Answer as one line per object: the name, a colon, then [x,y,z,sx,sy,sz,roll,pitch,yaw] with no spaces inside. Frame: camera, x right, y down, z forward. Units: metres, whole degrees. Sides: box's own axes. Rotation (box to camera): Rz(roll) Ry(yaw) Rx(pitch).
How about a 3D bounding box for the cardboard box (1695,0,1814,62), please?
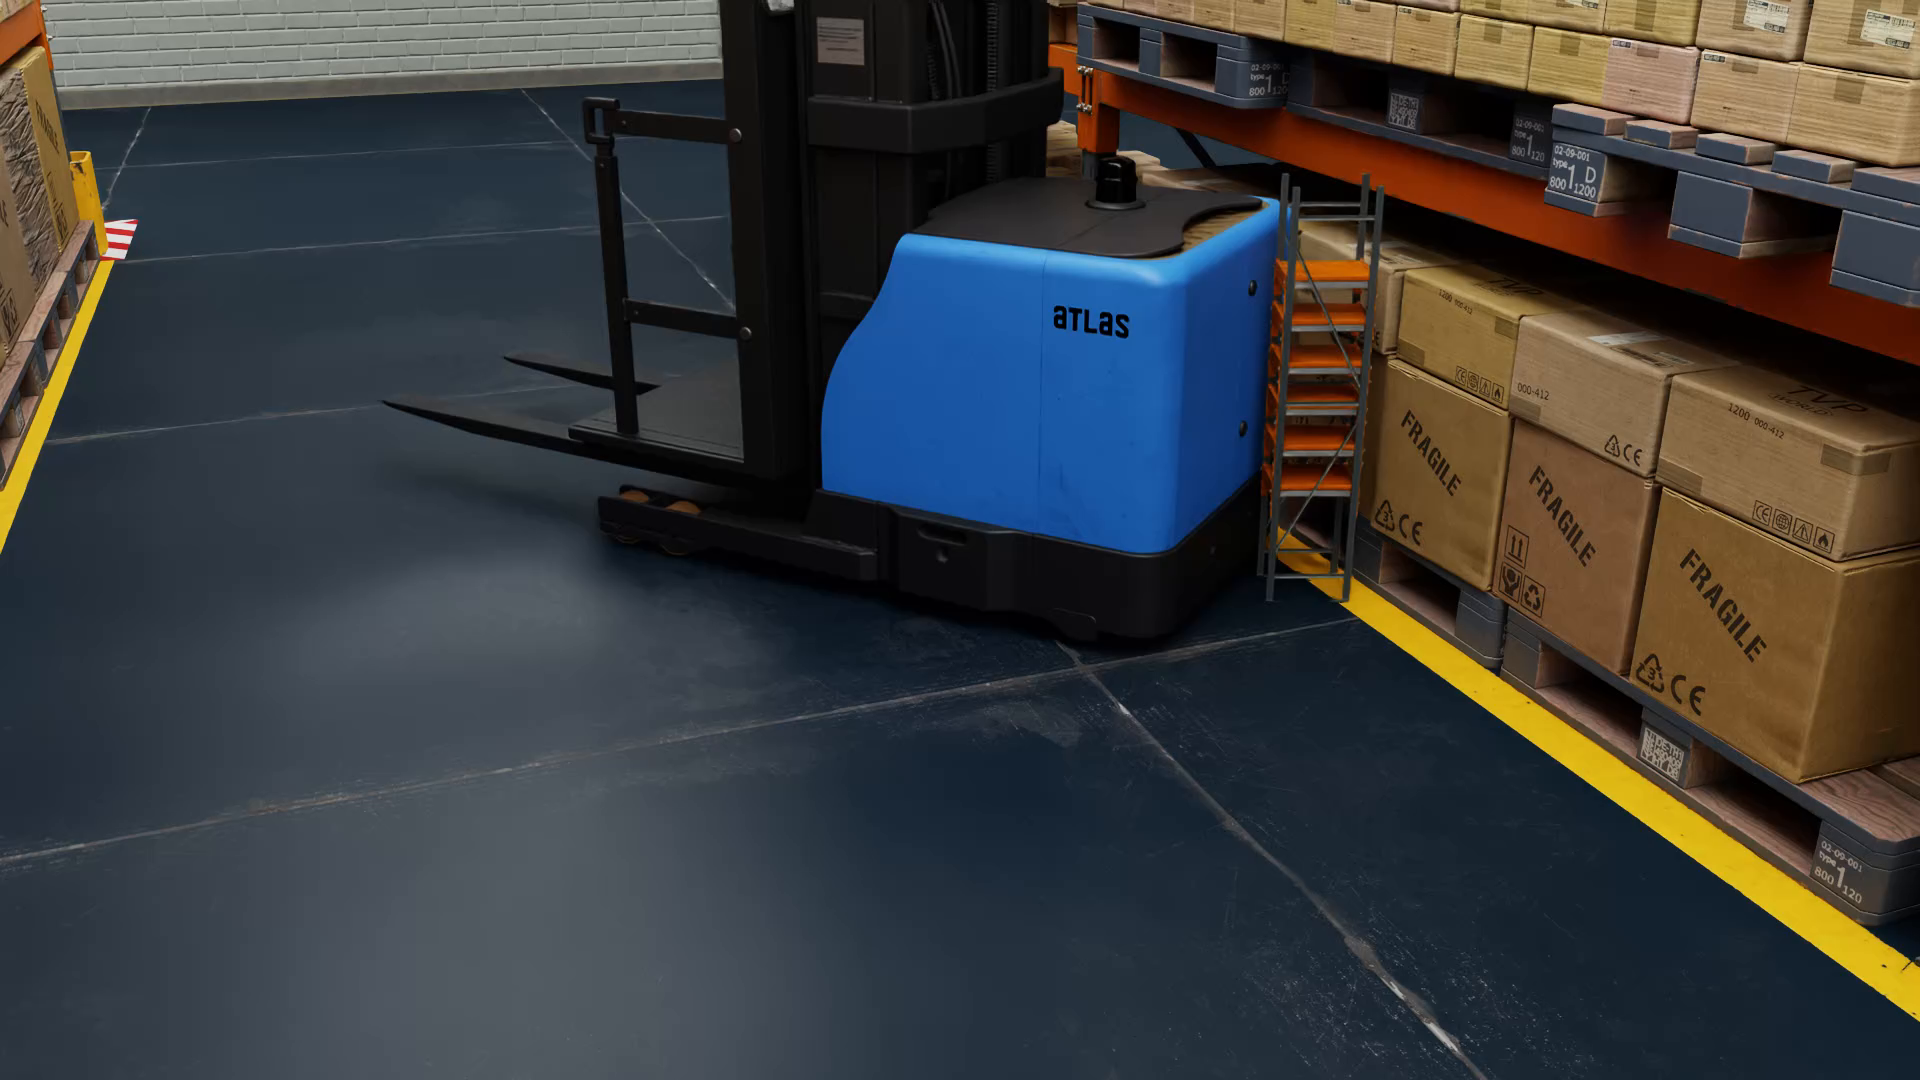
cardboard box: [1.671,-1.022,3.213,0.380,0.149,0.250,-7,24,-17]

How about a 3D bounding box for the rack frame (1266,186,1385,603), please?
rack frame: [0.999,-0.373,4.585,0.240,1.200,0.006,0,23,1]

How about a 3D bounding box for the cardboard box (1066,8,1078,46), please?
cardboard box: [0.634,-2.003,6.463,0.380,0.149,0.250,-9,24,-20]

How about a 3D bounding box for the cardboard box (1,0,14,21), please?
cardboard box: [-4.432,-2.380,7.357,0.380,0.149,0.250,-8,24,-18]

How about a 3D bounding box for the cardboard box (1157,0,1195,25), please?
cardboard box: [0.851,-1.727,5.268,0.380,0.149,0.250,-8,24,-19]

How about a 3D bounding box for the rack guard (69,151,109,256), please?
rack guard: [-5.143,-1.713,8.671,1.175,0.500,0.348,-8,24,-19]

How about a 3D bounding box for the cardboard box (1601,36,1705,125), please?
cardboard box: [1.586,-0.971,3.475,0.380,0.149,0.250,-8,24,-18]

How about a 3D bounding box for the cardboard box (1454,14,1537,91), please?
cardboard box: [1.404,-1.160,3.923,0.380,0.149,0.250,-9,25,-21]

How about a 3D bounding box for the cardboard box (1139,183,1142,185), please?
cardboard box: [0.984,-1.463,7.222,0.380,0.149,0.250,-7,24,-16]

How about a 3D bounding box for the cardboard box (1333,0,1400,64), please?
cardboard box: [1.215,-1.353,4.380,0.380,0.149,0.250,-10,25,-21]

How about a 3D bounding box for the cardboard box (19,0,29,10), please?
cardboard box: [-4.608,-2.562,7.791,0.380,0.149,0.250,-8,24,-18]

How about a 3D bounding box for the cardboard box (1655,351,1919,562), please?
cardboard box: [1.880,-0.193,3.559,0.500,0.250,0.500,-9,24,-20]

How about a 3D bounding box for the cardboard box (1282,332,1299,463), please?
cardboard box: [1.155,-0.592,5.469,0.500,0.500,0.500,-7,24,-17]

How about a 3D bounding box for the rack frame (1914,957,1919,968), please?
rack frame: [2.367,-0.593,2.796,1.000,3.000,0.127,-8,24,-19]

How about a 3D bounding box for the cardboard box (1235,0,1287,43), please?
cardboard box: [1.029,-1.543,4.832,0.380,0.149,0.250,-9,25,-21]

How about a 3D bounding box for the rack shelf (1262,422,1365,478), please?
rack shelf: [1.003,-0.257,4.733,0.258,0.103,0.180,0,23,1]

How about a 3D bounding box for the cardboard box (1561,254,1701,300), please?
cardboard box: [2.008,-0.630,4.595,0.500,0.250,0.500,-8,24,-19]

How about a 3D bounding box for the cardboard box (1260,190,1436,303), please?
cardboard box: [1.158,-0.936,5.321,0.500,0.250,0.500,-8,24,-18]

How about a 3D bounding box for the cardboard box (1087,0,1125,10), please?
cardboard box: [0.663,-1.918,5.722,0.380,0.149,0.250,-10,25,-22]

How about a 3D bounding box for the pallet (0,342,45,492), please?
pallet: [-3.917,-0.405,5.939,1.003,0.211,1.213,-8,24,-19]

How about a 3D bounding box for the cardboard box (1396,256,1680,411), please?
cardboard box: [1.527,-0.562,4.434,0.500,0.250,0.500,-8,24,-18]

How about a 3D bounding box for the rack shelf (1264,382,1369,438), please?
rack shelf: [1.001,-0.367,4.686,0.258,0.103,0.180,0,23,1]

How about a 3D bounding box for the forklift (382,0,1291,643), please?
forklift: [-0.548,-1.468,4.958,3.031,2.935,1.130,12,26,26]

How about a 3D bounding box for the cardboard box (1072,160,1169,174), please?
cardboard box: [0.735,-1.639,7.641,0.380,0.149,0.250,-9,24,-20]

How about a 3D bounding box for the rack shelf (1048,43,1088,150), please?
rack shelf: [0.248,-2.442,8.108,1.077,0.370,4.000,-8,24,-19]

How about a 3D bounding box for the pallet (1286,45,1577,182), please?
pallet: [1.630,-1.219,4.526,1.003,0.211,1.213,-8,24,-19]

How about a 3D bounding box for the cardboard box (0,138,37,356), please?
cardboard box: [-4.198,-1.195,6.419,0.875,0.875,0.875,-8,24,-19]

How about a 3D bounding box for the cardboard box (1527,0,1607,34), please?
cardboard box: [1.487,-1.208,3.655,0.380,0.149,0.250,-8,24,-19]

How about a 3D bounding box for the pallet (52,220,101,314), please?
pallet: [-4.779,-1.292,8.043,1.003,0.211,1.213,-8,24,-19]

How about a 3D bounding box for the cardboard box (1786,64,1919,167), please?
cardboard box: [1.763,-0.787,3.039,0.380,0.149,0.250,-8,24,-18]

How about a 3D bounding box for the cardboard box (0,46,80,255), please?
cardboard box: [-4.834,-1.849,7.971,0.875,0.875,0.875,-8,24,-19]

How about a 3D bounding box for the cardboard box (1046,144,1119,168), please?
cardboard box: [0.548,-1.831,8.095,0.380,0.149,0.250,-9,25,-21]

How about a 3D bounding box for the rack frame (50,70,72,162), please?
rack frame: [-5.135,-2.856,8.165,1.000,3.000,0.127,-8,24,-19]

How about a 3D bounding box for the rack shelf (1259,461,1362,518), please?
rack shelf: [1.004,-0.146,4.780,0.258,0.103,0.180,0,23,1]

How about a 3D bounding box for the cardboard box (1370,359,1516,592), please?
cardboard box: [1.508,-0.217,4.582,0.500,0.500,0.500,-9,25,-21]

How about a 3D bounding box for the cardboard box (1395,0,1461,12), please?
cardboard box: [1.309,-1.394,4.094,0.380,0.149,0.250,-8,24,-18]

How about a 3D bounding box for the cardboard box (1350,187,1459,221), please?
cardboard box: [1.623,-1.010,5.495,0.500,0.250,0.500,-7,24,-16]

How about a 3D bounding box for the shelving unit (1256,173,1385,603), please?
shelving unit: [1.001,-0.408,4.669,0.258,1.200,0.189,0,23,1]

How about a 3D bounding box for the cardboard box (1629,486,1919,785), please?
cardboard box: [1.890,0.162,3.682,0.500,0.500,0.500,-8,24,-19]

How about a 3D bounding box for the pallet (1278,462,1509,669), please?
pallet: [1.665,-0.035,5.062,1.003,0.211,1.213,-8,24,-19]

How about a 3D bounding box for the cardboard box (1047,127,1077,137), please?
cardboard box: [0.379,-2.017,8.538,0.380,0.149,0.250,-9,25,-21]

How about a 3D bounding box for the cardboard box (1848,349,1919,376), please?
cardboard box: [2.350,-0.264,3.728,0.500,0.250,0.500,-9,25,-21]
